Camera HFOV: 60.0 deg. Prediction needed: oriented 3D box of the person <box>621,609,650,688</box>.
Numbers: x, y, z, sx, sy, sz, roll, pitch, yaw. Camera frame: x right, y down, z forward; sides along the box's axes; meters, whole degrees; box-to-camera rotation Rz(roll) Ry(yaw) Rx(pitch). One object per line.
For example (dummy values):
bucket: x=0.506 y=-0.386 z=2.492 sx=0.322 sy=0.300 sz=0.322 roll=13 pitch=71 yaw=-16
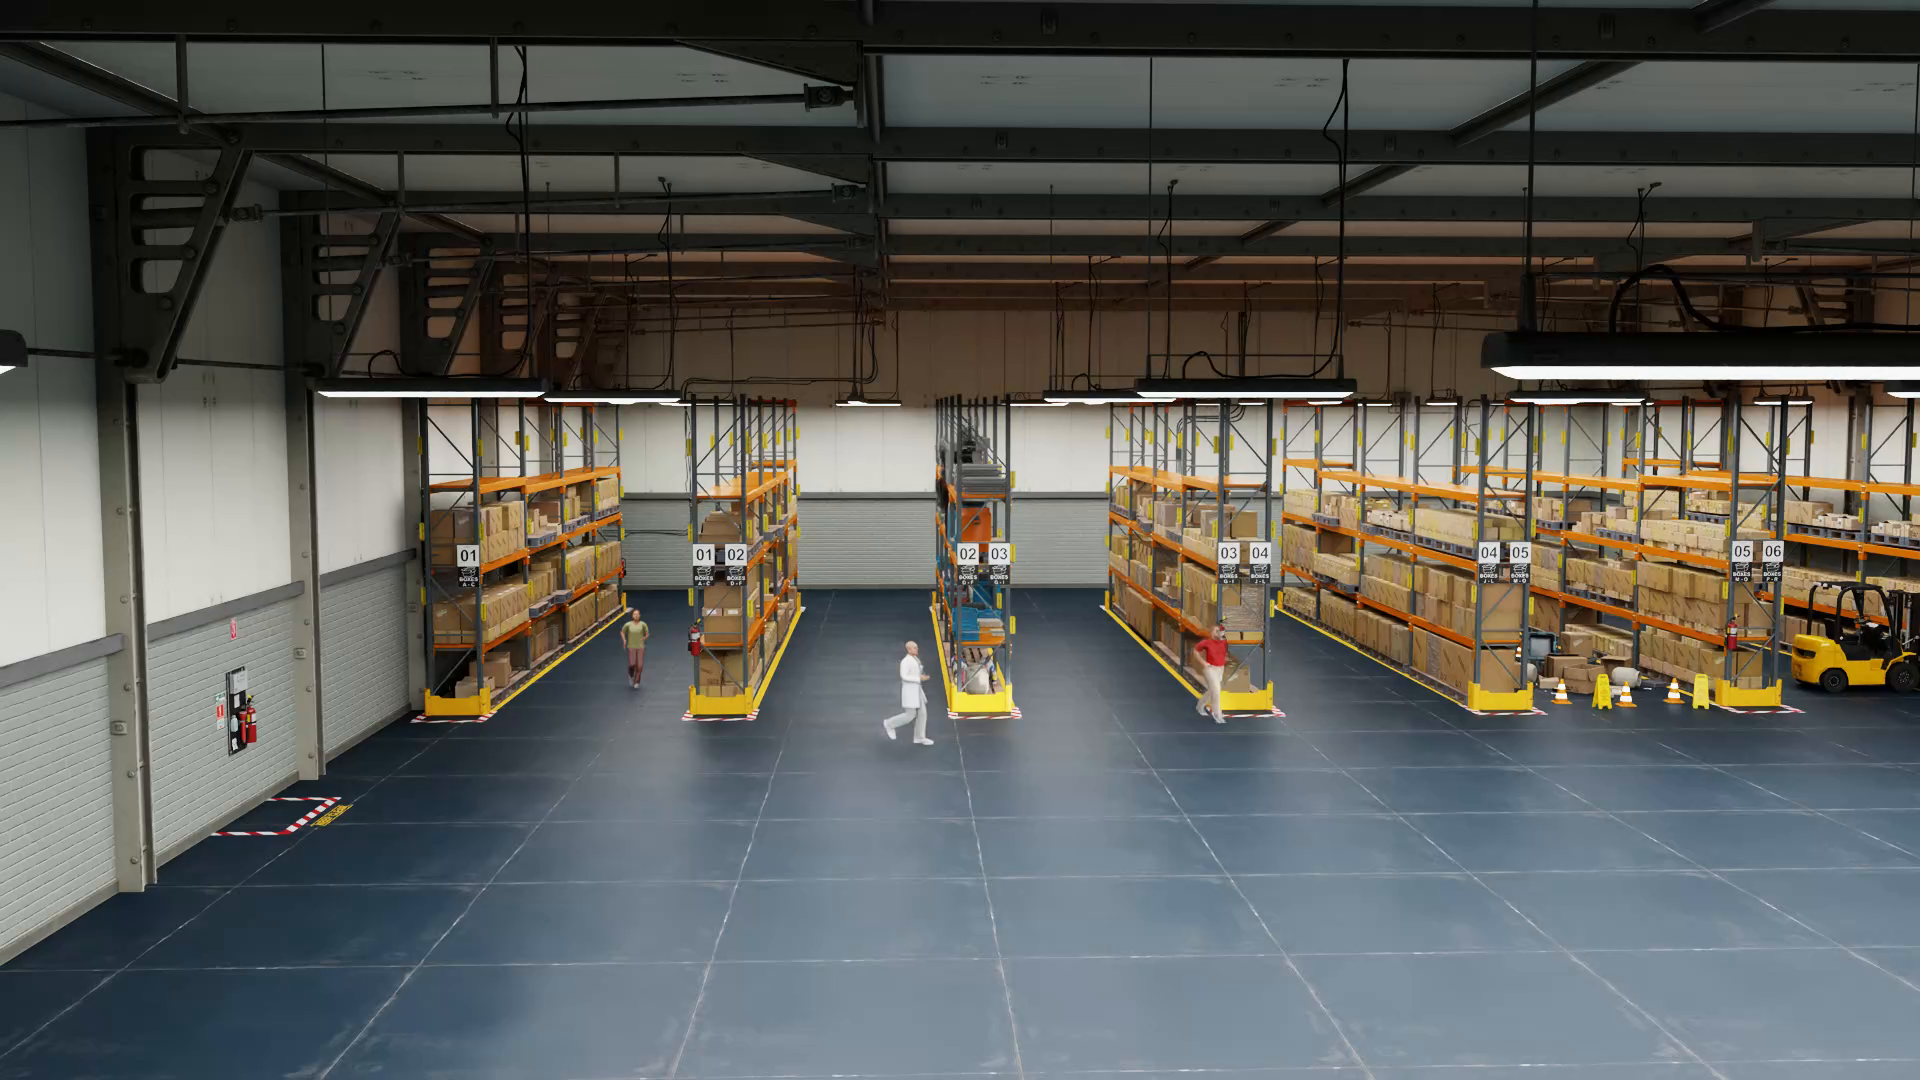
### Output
person: x=-6.626 y=2.224 z=34.021 sx=0.566 sy=1.629 sz=0.549 roll=-1 pitch=5 yaw=-17

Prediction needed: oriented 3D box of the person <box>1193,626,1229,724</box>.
person: x=4.680 y=2.453 z=30.618 sx=0.661 sy=1.752 sz=0.837 roll=-4 pitch=6 yaw=-39

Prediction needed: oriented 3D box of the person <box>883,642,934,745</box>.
person: x=-0.865 y=2.601 z=28.381 sx=0.901 sy=1.753 sz=0.716 roll=2 pitch=5 yaw=21
